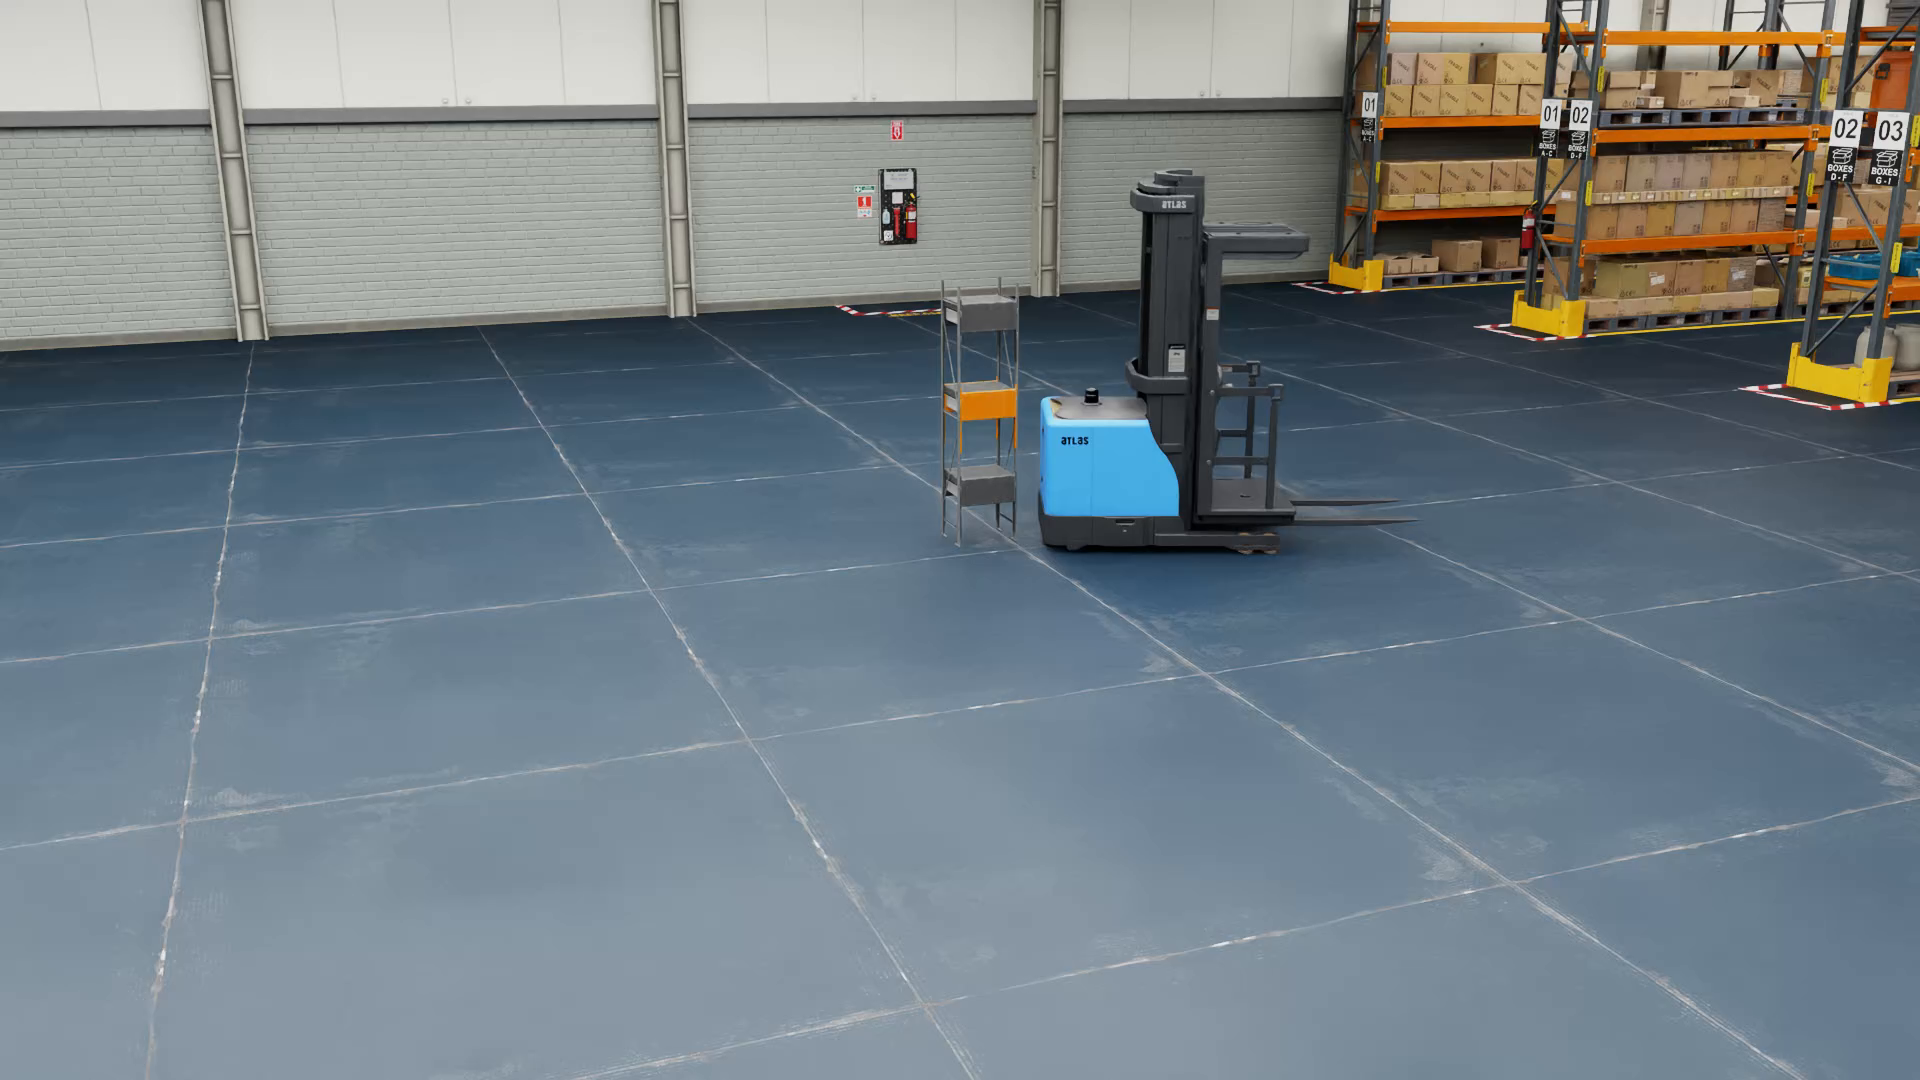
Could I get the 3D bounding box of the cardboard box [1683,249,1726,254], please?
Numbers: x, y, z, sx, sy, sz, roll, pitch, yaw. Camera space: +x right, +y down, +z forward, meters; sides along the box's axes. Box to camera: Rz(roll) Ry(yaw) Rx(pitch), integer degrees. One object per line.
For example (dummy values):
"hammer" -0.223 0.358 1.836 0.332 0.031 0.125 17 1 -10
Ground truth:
"cardboard box" 11.150 -4.076 24.959 0.500 0.500 0.500 -6 17 -20

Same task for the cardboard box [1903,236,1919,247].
"cardboard box" 18.589 -6.011 32.436 0.500 0.500 0.700 -6 17 -19

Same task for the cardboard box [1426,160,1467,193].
"cardboard box" 8.151 -6.115 27.998 0.500 0.500 0.500 -7 18 -22

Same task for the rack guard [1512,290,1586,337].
"rack guard" 8.402 -3.246 23.765 0.348 0.500 1.175 -6 17 -20

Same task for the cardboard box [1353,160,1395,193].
"cardboard box" 7.012 -6.152 28.123 0.500 0.500 0.500 -6 18 -21

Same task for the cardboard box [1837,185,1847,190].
"cardboard box" 16.437 -6.625 31.244 0.250 0.149 0.380 -7 18 -22

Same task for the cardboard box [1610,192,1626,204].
"cardboard box" 9.113 -4.817 23.350 0.250 0.149 0.380 -7 18 -22

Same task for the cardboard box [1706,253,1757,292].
"cardboard box" 11.333 -3.942 24.500 0.500 0.500 0.500 -6 17 -20

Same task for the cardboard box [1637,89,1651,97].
"cardboard box" 9.405 -6.269 23.572 0.500 0.250 0.500 -6 17 -20

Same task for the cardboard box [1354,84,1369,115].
"cardboard box" 6.947 -7.356 27.788 0.500 0.500 0.500 -5 17 -16

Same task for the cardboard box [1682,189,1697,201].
"cardboard box" 10.303 -4.945 23.784 0.250 0.149 0.380 -6 17 -20

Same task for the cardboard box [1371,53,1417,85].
"cardboard box" 7.095 -7.702 27.192 0.500 0.500 0.500 -8 18 -24

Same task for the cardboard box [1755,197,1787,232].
"cardboard box" 11.747 -4.853 24.622 0.500 0.500 0.700 -7 18 -22

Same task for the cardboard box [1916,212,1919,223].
"cardboard box" 14.724 -4.990 25.715 0.250 0.149 0.380 -5 17 -16

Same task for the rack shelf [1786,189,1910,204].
"rack shelf" 15.986 -6.414 31.392 4.000 0.370 1.077 -6 17 -20

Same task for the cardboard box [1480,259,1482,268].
"cardboard box" 8.883 -4.841 29.040 0.250 0.149 0.380 -8 18 -25

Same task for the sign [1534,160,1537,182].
"sign" 8.243 -5.261 23.715 0.005 0.325 0.100 -6 17 -20

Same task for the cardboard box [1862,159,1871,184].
"cardboard box" 17.040 -6.994 31.351 0.500 0.500 0.500 -6 17 -20

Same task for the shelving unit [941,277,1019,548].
"shelving unit" 0.155 -1.024 13.359 0.503 2.100 0.431 -6 17 -20

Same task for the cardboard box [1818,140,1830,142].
"cardboard box" 16.378 -7.437 31.527 0.500 0.250 0.500 -7 18 -22

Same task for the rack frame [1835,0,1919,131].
"rack frame" 10.193 -6.023 18.136 0.127 3.000 1.000 -6 17 -20

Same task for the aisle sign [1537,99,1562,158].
"aisle sign" 8.258 -5.766 23.295 0.004 0.787 0.394 -6 17 -20

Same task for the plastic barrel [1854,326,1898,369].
"plastic barrel" 10.780 -2.238 19.567 0.421 0.512 0.421 0 16 0

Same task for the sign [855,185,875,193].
"sign" -1.478 -5.446 25.815 0.331 0.109 0.001 -6 17 -20

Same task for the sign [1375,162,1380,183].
"sign" 6.842 -6.023 27.250 0.005 0.325 0.100 -6 17 -20

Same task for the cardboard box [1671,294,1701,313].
"cardboard box" 10.406 -3.476 24.247 0.500 0.250 0.500 -6 17 -20

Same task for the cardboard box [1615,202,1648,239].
"cardboard box" 9.353 -4.594 23.740 0.500 0.500 0.700 -6 17 -19

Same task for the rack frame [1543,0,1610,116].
"rack frame" 8.424 -7.326 22.576 0.127 3.000 1.000 -6 17 -20

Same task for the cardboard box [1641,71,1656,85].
"cardboard box" 12.074 -8.001 29.275 0.500 0.500 0.500 -7 18 -22

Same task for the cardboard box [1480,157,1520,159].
"cardboard box" 9.385 -6.408 28.995 0.500 0.500 0.500 -6 17 -20

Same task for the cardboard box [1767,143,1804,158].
"cardboard box" 15.136 -7.150 30.550 0.500 0.250 0.500 -6 18 -21

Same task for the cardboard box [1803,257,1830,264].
"cardboard box" 13.385 -4.222 25.793 0.500 0.311 0.500 -6 17 -20

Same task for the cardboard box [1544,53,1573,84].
"cardboard box" 10.012 -8.009 28.236 0.500 0.500 0.500 -8 18 -25

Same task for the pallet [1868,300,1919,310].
"pallet" 15.112 -3.844 26.313 1.213 0.211 1.003 -6 17 -20

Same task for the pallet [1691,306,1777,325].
"pallet" 11.402 -3.444 24.952 1.213 0.211 1.003 -6 17 -20

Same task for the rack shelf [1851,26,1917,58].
"rack shelf" 12.061 -5.687 18.981 4.000 0.370 1.077 -6 17 -20

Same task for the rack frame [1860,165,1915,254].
"rack frame" 17.854 -6.961 31.978 0.127 3.000 1.000 -6 17 -20

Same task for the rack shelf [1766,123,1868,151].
"rack shelf" 14.027 -6.147 25.159 4.000 0.370 1.077 -6 17 -20

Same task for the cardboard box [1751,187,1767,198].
"cardboard box" 11.507 -5.075 24.228 0.250 0.149 0.380 -7 18 -22

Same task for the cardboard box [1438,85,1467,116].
"cardboard box" 8.047 -7.314 27.643 0.500 0.500 0.500 -5 17 -18

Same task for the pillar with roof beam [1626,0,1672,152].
"pillar with roof beam" 14.135 -8.400 26.231 0.400 9.000 9.100 -6 17 -20

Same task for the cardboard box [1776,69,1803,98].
"cardboard box" 15.027 -8.387 30.553 0.500 0.500 0.700 -7 18 -23

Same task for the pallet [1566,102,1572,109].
"pallet" 10.998 -7.537 28.951 1.003 0.211 1.213 -6 17 -20

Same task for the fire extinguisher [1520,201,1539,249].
"fire extinguisher" 8.148 -4.521 23.807 0.183 0.674 0.296 -6 17 -20

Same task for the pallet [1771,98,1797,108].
"pallet" 14.701 -7.985 30.477 1.003 0.211 1.213 -5 17 -18

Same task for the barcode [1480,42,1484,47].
"barcode" 8.931 -8.478 28.449 0.075 0.075 0.001 -6 17 -20

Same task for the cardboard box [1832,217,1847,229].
"cardboard box" 13.060 -4.766 24.951 0.250 0.149 0.380 -6 17 -20

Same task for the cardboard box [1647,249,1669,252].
"cardboard box" 12.488 -5.404 30.332 0.500 0.500 0.700 -6 17 -20

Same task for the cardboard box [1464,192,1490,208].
"cardboard box" 8.648 -5.810 28.291 0.500 0.250 0.500 -6 17 -20

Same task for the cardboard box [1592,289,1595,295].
"cardboard box" 9.282 -3.515 24.380 0.500 0.250 0.500 -6 17 -20

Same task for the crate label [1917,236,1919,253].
"crate label" 11.815 -3.418 19.851 0.616 0.435 0.502 -6 17 -20

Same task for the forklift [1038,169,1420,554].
"forklift" 2.177 -1.445 13.317 3.031 2.935 1.130 0 16 0

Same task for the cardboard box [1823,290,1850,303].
"cardboard box" 13.102 -3.760 25.213 0.500 0.250 0.500 -6 17 -19

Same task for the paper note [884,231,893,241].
"paper note" -1.122 -4.783 26.124 0.142 0.148 0.016 -6 17 -20

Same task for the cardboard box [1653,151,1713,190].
"cardboard box" 10.341 -5.323 23.922 0.500 0.500 0.700 -6 17 -20

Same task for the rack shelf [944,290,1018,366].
"rack shelf" 0.155 -1.683 13.166 0.480 0.518 0.431 -6 17 -20
